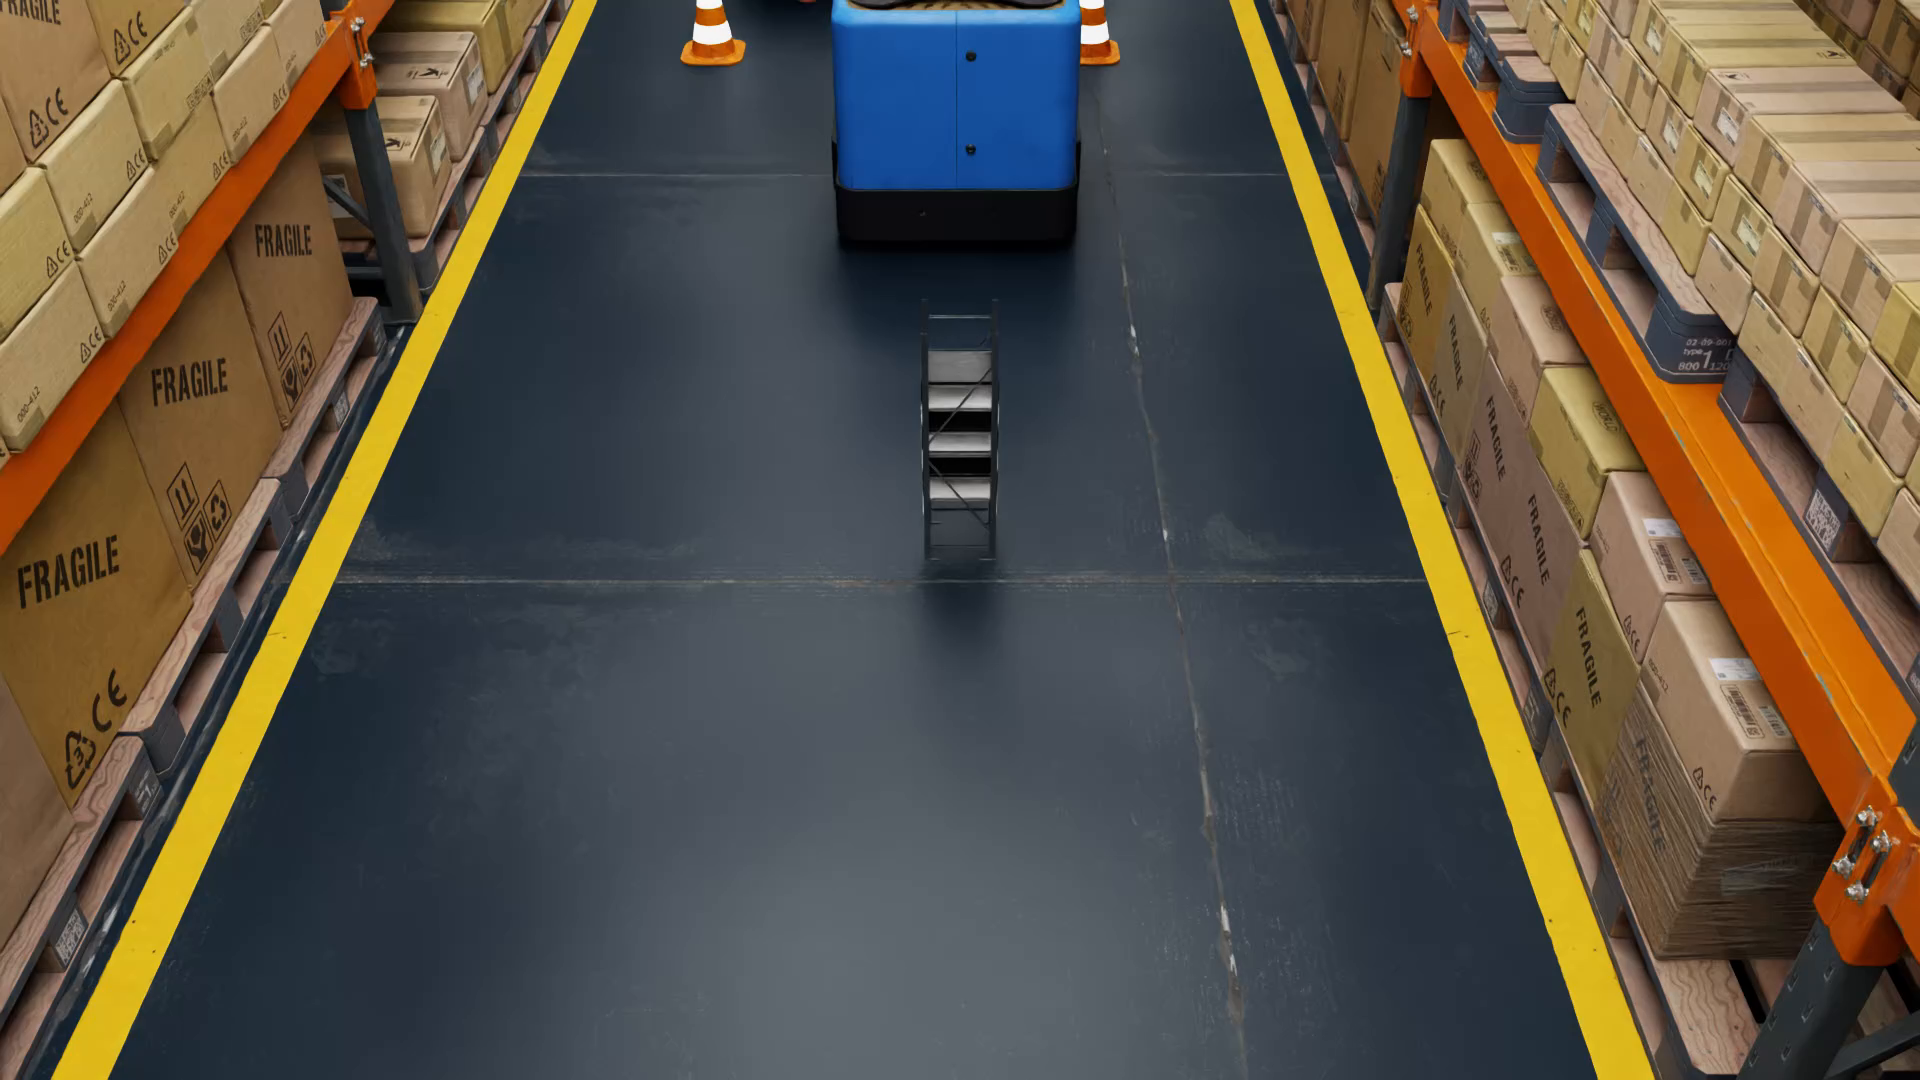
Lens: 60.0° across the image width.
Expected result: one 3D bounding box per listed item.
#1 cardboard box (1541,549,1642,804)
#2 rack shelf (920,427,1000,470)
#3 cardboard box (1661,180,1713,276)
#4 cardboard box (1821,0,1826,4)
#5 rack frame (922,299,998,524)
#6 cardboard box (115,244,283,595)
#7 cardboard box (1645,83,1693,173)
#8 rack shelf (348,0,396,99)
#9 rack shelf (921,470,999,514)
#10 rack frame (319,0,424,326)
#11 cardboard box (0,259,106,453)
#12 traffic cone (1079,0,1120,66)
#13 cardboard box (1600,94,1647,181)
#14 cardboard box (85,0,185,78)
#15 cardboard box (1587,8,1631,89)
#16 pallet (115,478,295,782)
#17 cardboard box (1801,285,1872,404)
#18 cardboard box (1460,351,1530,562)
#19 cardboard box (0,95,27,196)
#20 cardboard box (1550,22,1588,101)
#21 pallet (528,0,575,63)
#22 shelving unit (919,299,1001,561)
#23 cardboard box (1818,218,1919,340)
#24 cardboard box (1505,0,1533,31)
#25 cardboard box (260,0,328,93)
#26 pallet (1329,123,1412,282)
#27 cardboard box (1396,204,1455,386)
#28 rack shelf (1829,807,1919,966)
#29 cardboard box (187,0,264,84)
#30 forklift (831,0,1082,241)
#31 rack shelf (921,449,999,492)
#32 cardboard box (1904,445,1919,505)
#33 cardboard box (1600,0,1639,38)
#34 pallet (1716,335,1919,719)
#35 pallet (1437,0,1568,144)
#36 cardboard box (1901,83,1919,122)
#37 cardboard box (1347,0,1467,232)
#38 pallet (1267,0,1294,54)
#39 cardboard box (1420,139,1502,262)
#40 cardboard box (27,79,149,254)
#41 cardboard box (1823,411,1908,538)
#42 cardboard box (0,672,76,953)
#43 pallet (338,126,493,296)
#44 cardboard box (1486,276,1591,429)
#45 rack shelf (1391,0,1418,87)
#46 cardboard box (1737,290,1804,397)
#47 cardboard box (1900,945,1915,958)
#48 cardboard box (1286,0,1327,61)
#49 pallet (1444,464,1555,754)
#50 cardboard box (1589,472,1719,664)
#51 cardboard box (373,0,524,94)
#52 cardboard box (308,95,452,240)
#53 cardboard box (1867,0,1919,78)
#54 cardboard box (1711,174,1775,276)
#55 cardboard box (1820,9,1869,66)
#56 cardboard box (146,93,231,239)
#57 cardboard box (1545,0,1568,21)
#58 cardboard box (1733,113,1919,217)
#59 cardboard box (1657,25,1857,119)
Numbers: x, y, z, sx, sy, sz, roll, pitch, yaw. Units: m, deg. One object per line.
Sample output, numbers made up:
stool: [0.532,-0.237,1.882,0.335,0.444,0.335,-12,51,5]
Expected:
cardboard box: [1.963,0.370,4.553,0.500,0.500,0.500,-1,39,-1]
rack shelf: [0.000,-0.320,5.483,0.258,0.077,0.200,0,39,0]
cardboard box: [2.013,-0.787,4.199,0.380,0.149,0.250,2,39,2]
cardboard box: [2.673,-1.664,4.817,0.380,0.149,0.250,1,39,1]
rack frame: [0.000,-0.410,5.542,0.240,0.900,0.006,0,39,0]
cardboard box: [-2.824,-0.438,5.261,0.875,0.875,0.875,0,39,1]
cardboard box: [2.018,-1.065,4.308,0.380,0.149,0.250,1,39,2]
rack shelf: [-2.741,-3.063,7.749,1.077,0.370,4.000,0,39,0]
rack shelf: [0.000,-0.180,5.596,0.258,0.077,0.200,0,39,0]
rack frame: [-2.738,-2.093,5.963,1.000,3.000,0.127,0,39,0]
cardboard box: [-2.457,-0.453,4.036,0.500,0.250,0.500,0,39,0]
traffic cone: [0.698,-2.832,8.913,0.336,0.463,0.334,0,39,0]
cardboard box: [2.014,-1.117,4.610,0.380,0.149,0.250,0,39,1]
cardboard box: [-2.474,-1.568,4.428,0.500,0.500,0.500,0,39,0]
cardboard box: [2.017,-1.389,4.712,0.380,0.149,0.250,0,39,0]
pallet: [-2.814,0.249,5.270,1.003,0.211,1.213,0,39,0]
cardboard box: [2.019,-0.409,3.489,0.380,0.149,0.250,2,39,2]
cardboard box: [1.967,-0.270,5.352,0.500,0.500,0.500,-1,39,-1]
cardboard box: [-2.473,-0.928,3.630,0.500,0.500,0.500,-1,39,-1]
cardboard box: [2.013,-1.440,5.014,0.380,0.149,0.250,2,39,2]
pallet: [-2.741,-3.019,9.349,1.003,0.211,1.213,0,39,0]
shelving unit: [0.000,-0.346,5.462,0.258,0.900,0.210,0,39,0]
cardboard box: [2.021,-0.537,3.411,0.380,0.149,0.250,-1,39,-1]
cardboard box: [2.010,-1.778,5.435,0.380,0.149,0.250,2,39,2]
cardboard box: [-2.478,-1.718,5.616,0.500,0.250,0.500,-1,39,-2]
pallet: [2.286,-1.565,7.534,1.003,0.211,1.213,0,39,0]
cardboard box: [1.957,-0.906,6.145,0.500,0.500,0.500,-2,39,-2]
rack shelf: [2.218,1.873,1.589,1.077,0.370,4.000,0,39,0]
cardboard box: [-2.480,-1.606,5.076,0.500,0.250,0.500,-1,39,-1]
forklift: [-0.023,-3.343,7.578,1.130,2.935,3.031,0,39,0]
rack shelf: [0.000,-0.250,5.539,0.258,0.077,0.200,0,39,0]
cardboard box: [2.018,-0.089,3.090,0.380,0.149,0.250,1,39,1]
cardboard box: [2.019,-1.512,4.628,0.380,0.149,0.250,2,39,2]
pallet: [2.361,-0.062,3.582,1.003,0.211,1.213,0,39,0]
pallet: [2.319,-1.639,5.550,1.213,0.211,1.003,0,39,0]
cardboard box: [2.672,-1.065,4.308,0.380,0.149,0.250,-1,39,-1]
cardboard box: [2.301,-1.827,7.094,1.050,0.750,0.750,-1,39,-1]
pallet: [2.283,-3.091,9.438,1.003,0.211,1.213,0,39,0]
cardboard box: [1.970,-1.209,5.924,0.500,0.250,0.500,-2,39,-2]
cardboard box: [-2.458,-0.961,4.271,0.500,0.250,0.500,-1,39,-1]
cardboard box: [2.017,-0.135,3.385,0.380,0.149,0.250,0,39,0]
cardboard box: [-2.815,0.686,3.859,0.875,0.875,0.875,1,39,1]
pallet: [-2.738,-1.494,7.445,1.003,0.211,1.213,0,39,0]
cardboard box: [1.959,-0.583,5.142,0.500,0.250,0.500,0,39,0]
rack shelf: [2.209,-3.130,7.832,1.077,0.370,4.000,0,39,0]
cardboard box: [2.018,-0.448,3.775,0.380,0.149,0.250,-2,39,-2]
cardboard box: [2.480,0.691,4.152,0.500,0.500,0.500,1,39,2]
cardboard box: [2.295,-2.956,8.503,1.050,0.750,0.750,0,39,0]
pallet: [2.209,0.178,5.359,1.003,0.211,1.213,0,39,0]
cardboard box: [1.975,0.073,4.323,0.500,0.250,0.500,2,39,2]
cardboard box: [-2.733,-2.521,8.262,0.950,0.372,0.625,1,39,1]
cardboard box: [-2.729,-1.585,7.095,0.950,0.372,0.625,-2,39,-3]
cardboard box: [2.670,-1.343,4.417,0.380,0.149,0.250,2,39,2]
cardboard box: [2.016,-0.743,3.905,0.380,0.149,0.250,-2,39,-2]
cardboard box: [2.670,-1.390,4.712,0.380,0.149,0.250,0,39,0]
cardboard box: [-2.477,-1.084,4.824,0.500,0.250,0.500,0,39,-1]
cardboard box: [2.017,-1.703,5.103,0.380,0.149,0.250,-1,39,-1]
cardboard box: [2.024,-0.855,3.807,0.380,0.149,0.250,-1,39,-2]
cardboard box: [2.018,-1.191,4.227,0.380,0.149,0.250,-1,39,-1]
